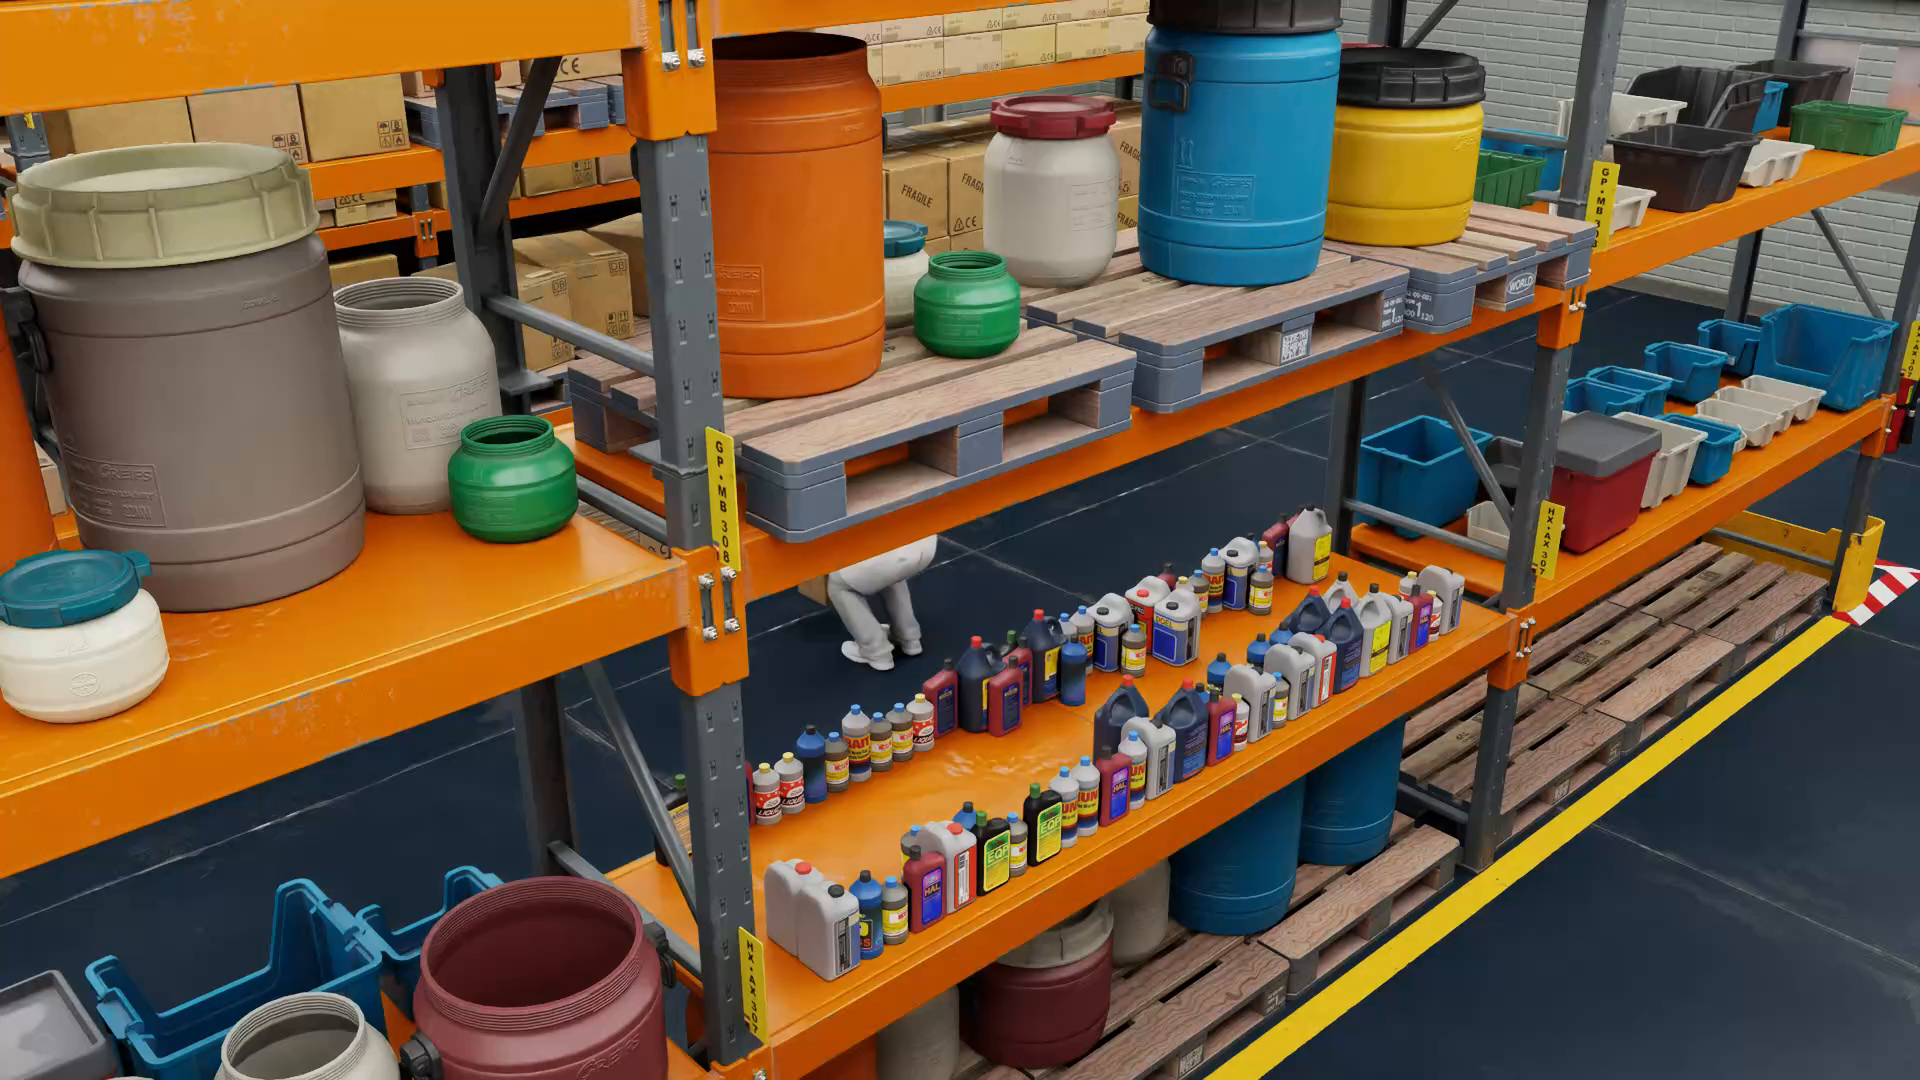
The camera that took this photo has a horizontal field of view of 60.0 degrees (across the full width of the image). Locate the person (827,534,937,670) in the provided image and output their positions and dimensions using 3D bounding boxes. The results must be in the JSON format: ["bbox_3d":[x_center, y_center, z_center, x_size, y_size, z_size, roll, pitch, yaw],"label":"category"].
[{"bbox_3d":[-0.480,0.013,9.102,0.631,1.365,0.750,-21,31,-39],"label":"person"}]
